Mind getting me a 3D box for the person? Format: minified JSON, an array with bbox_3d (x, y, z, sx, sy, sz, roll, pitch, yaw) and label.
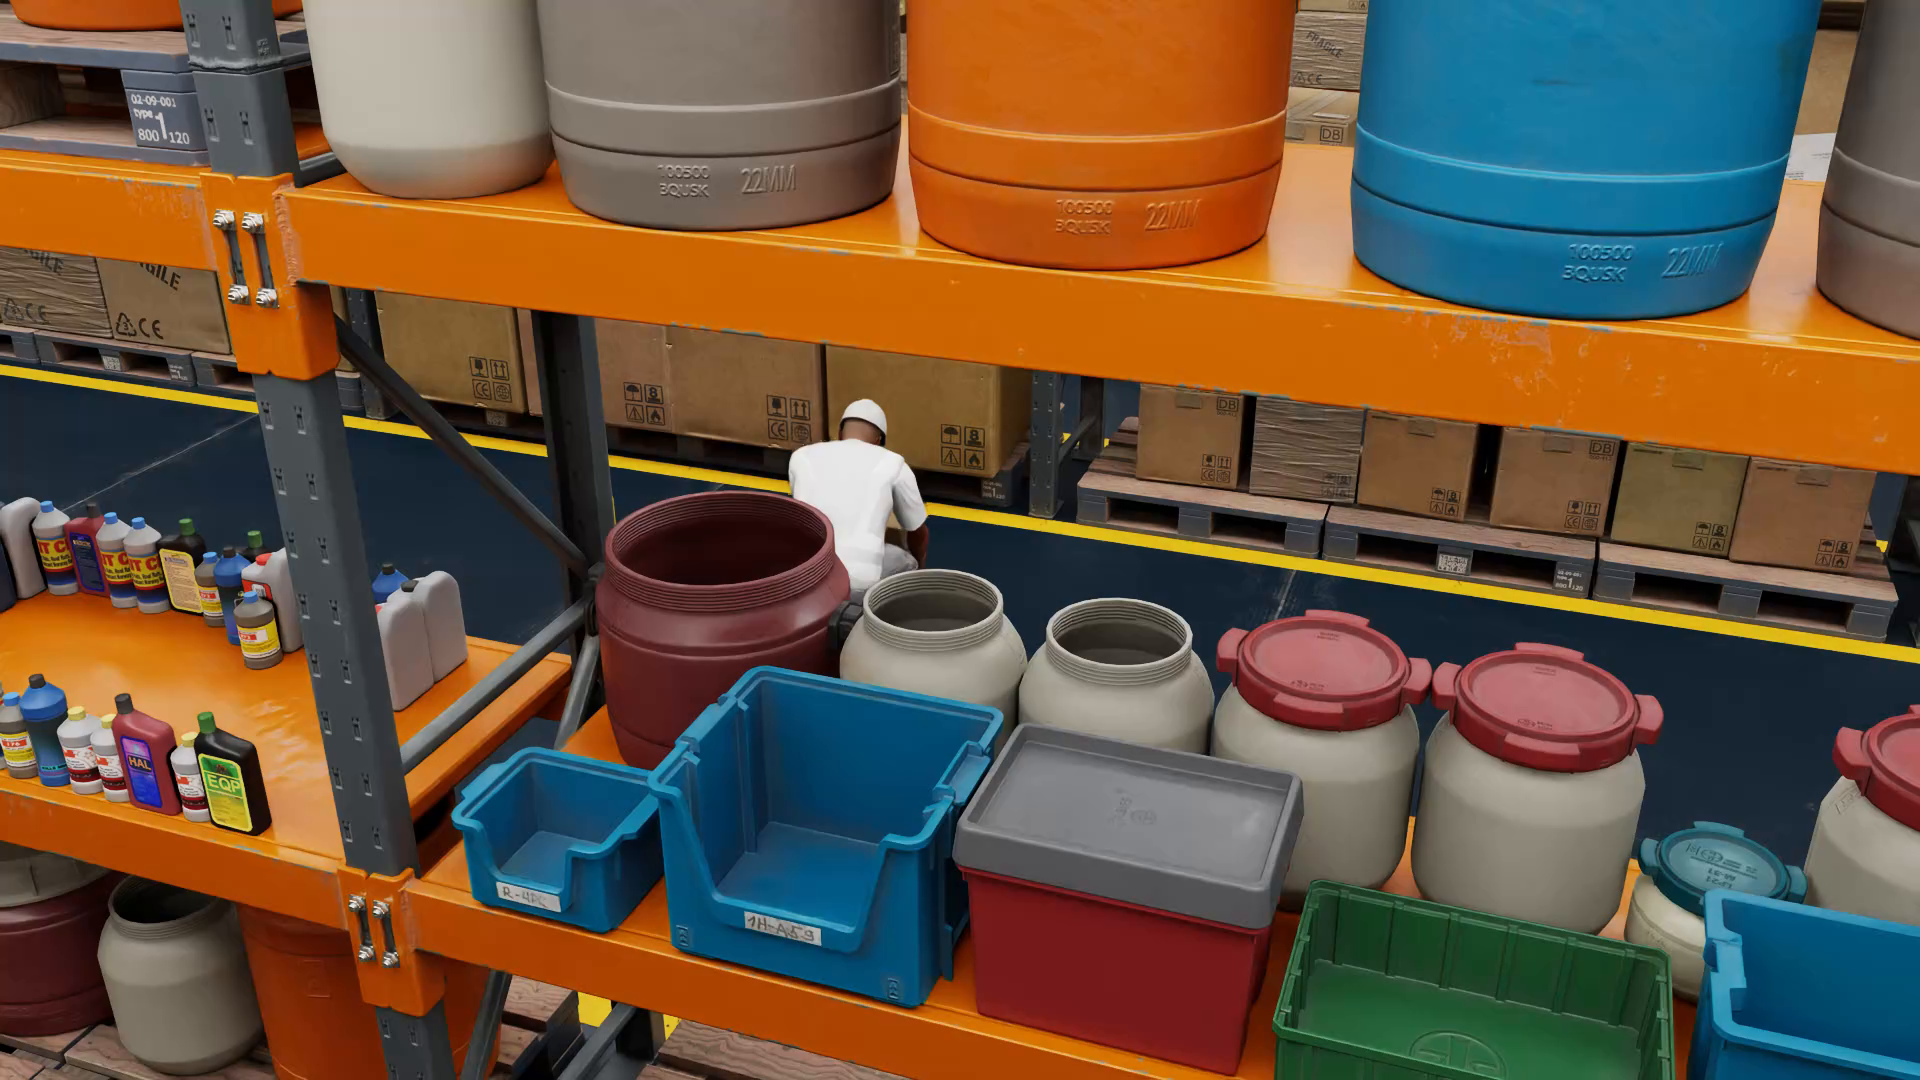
[{"bbox_3d":[-0.475,-0.023,7.026,0.586,1.002,0.894,9,27,17],"label":"person"}]
